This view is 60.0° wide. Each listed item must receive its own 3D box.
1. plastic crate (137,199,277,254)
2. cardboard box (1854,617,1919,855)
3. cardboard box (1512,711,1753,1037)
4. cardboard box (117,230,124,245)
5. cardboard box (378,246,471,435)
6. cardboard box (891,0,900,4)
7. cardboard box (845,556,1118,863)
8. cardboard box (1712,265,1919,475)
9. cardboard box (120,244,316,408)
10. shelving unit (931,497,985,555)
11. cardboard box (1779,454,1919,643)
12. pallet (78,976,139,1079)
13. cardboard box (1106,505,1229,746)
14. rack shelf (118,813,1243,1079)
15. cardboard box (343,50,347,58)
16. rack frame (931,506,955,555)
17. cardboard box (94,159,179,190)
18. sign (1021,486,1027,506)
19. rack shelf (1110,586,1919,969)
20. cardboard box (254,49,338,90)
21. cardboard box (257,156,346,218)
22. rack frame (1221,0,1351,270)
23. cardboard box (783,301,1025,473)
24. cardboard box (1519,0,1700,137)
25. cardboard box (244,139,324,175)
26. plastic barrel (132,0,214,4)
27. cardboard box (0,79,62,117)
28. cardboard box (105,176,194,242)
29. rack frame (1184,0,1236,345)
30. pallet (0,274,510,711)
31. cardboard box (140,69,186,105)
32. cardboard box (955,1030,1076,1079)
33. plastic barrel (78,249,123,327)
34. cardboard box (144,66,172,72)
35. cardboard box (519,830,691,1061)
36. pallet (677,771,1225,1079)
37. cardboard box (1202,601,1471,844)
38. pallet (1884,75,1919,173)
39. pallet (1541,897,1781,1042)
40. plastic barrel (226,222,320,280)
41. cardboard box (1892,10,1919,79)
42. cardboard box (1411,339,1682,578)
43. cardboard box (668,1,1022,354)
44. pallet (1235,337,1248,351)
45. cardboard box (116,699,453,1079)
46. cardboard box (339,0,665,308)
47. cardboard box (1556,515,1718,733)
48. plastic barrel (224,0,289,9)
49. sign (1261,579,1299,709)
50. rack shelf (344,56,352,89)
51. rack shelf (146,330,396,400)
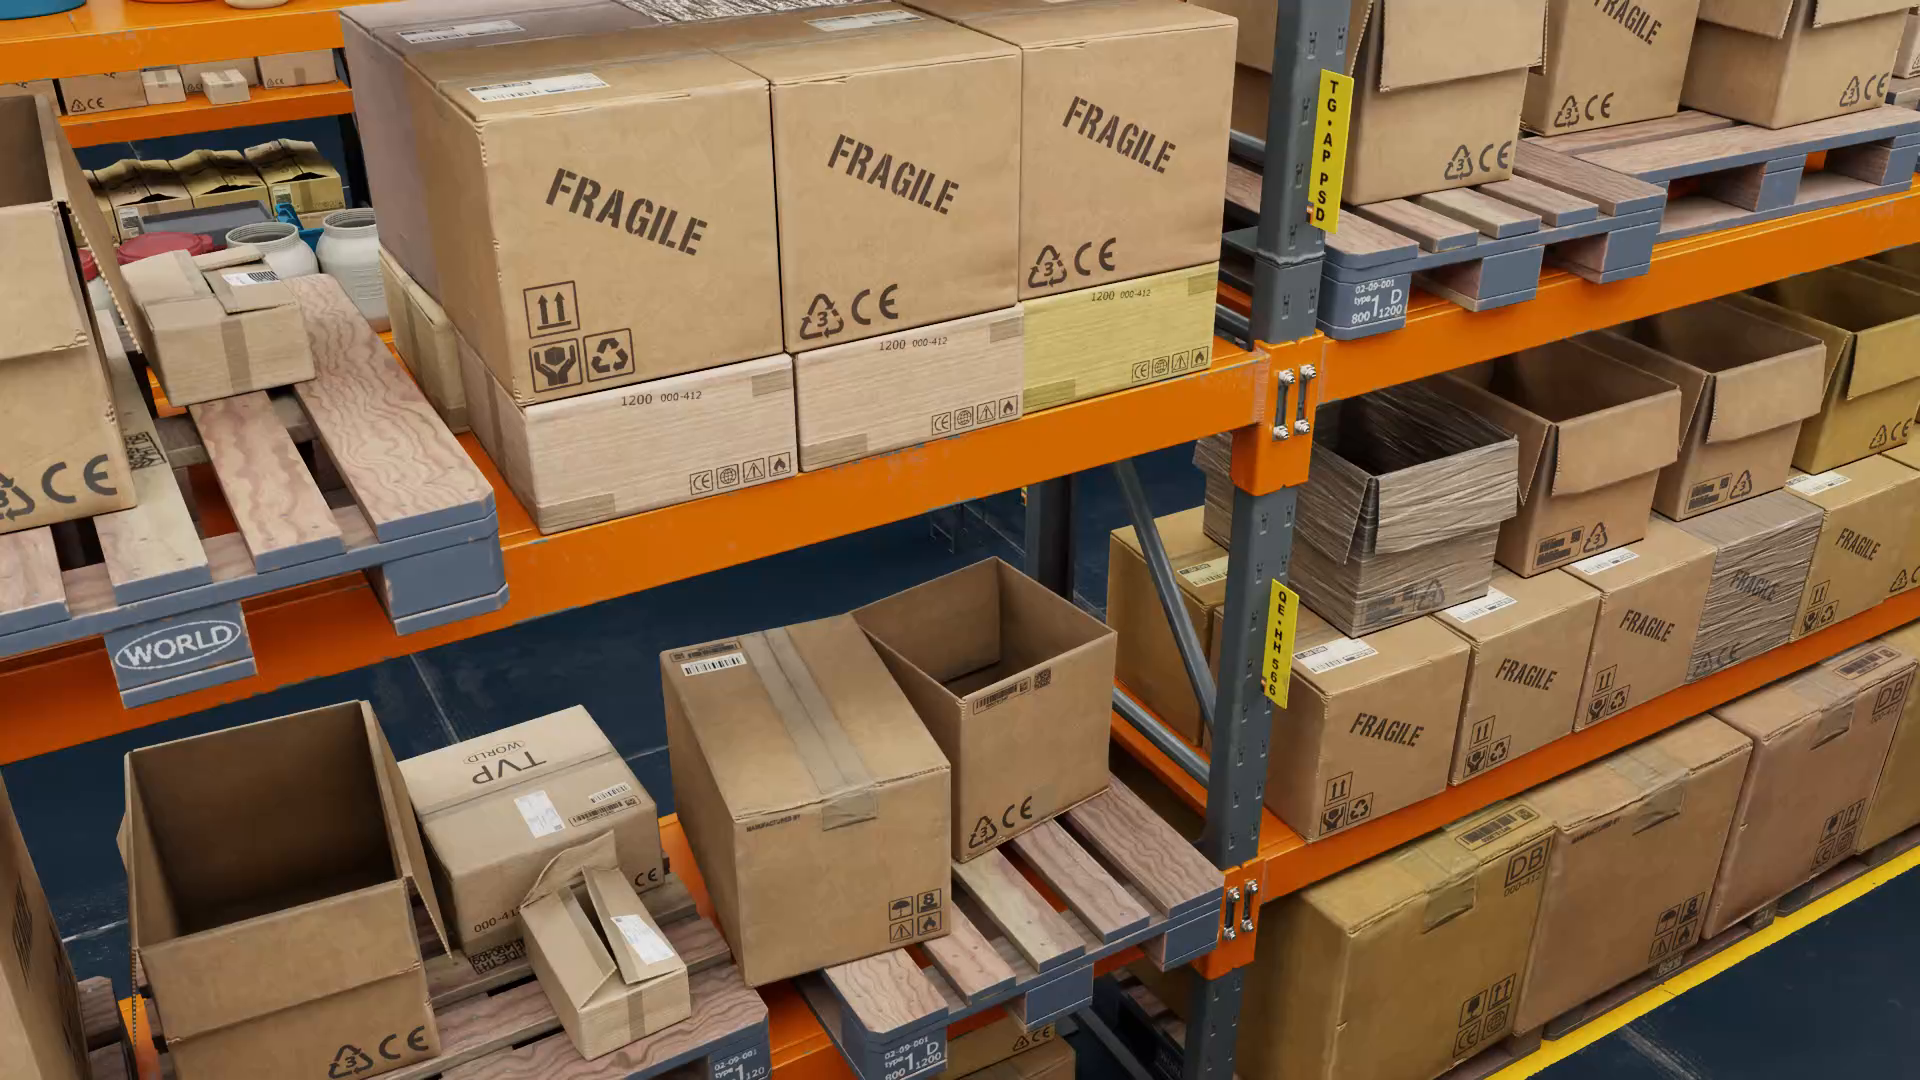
[{"bbox_3d":[-3.562,-1.320,7.970,0.583,0.464,0.402,-16,33,-26],"label":"plastic crate"},{"bbox_3d":[3.402,0.436,6.620,0.875,0.875,1.225,-16,33,-26],"label":"cardboard box"},{"bbox_3d":[1.873,0.875,5.825,0.875,0.875,1.225,-16,33,-26],"label":"cardboard box"},{"bbox_3d":[-5.728,-2.124,11.906,0.500,0.250,0.500,-15,32,-25],"label":"cardboard box"},{"bbox_3d":[-0.920,-0.480,3.565,0.500,0.250,0.500,-15,32,-25],"label":"cardboard box"},{"bbox_3d":[-0.040,-1.064,3.849,0.500,0.500,0.500,-16,32,-26],"label":"cardboard box"},{"bbox_3d":[0.050,0.425,4.337,0.500,0.500,0.500,-20,35,-32],"label":"cardboard box"},{"bbox_3d":[2.800,-0.635,5.655,0.637,0.503,0.797,-15,32,-26],"label":"cardboard box"},{"bbox_3d":[-1.387,-0.413,3.096,0.250,0.166,0.380,-17,33,-28],"label":"cardboard box"},{"bbox_3d":[-0.012,-0.522,8.454,0.189,1.200,0.258,-16,33,-26],"label":"shelving unit"},{"bbox_3d":[2.802,-0.042,5.618,0.500,0.500,0.500,-16,33,-27],"label":"cardboard box"},{"bbox_3d":[-2.221,1.440,3.234,1.213,0.211,1.003,-16,33,-26],"label":"pallet"},{"bbox_3d":[0.795,0.236,5.115,0.500,0.500,0.500,-15,32,-25],"label":"cardboard box"},{"bbox_3d":[-1.229,1.308,4.020,4.000,0.370,1.077,-16,33,-26],"label":"rack shelf"},{"bbox_3d":[-6.332,-5.055,16.595,0.750,0.750,0.750,-16,33,-27],"label":"cardboard box"},{"bbox_3d":[-0.091,-0.499,8.413,0.006,1.200,0.240,-16,33,-26],"label":"rack frame"},{"bbox_3d":[-6.010,-2.588,12.165,0.500,0.311,0.500,-17,33,-28],"label":"cardboard box"},{"bbox_3d":[0.211,-0.234,4.871,0.005,0.325,0.100,-16,33,-26],"label":"sign"},{"bbox_3d":[2.220,0.329,5.794,4.000,0.370,1.077,-16,33,-26],"label":"rack shelf"},{"bbox_3d":[-4.856,-3.514,12.105,0.500,0.311,0.500,-14,32,-23],"label":"cardboard box"},{"bbox_3d":[-4.847,-2.619,12.221,0.500,0.311,0.500,-15,32,-25],"label":"cardboard box"},{"bbox_3d":[0.495,-2.123,3.283,0.127,3.000,1.000,-16,33,-26],"label":"rack frame"},{"bbox_3d":[-0.211,-0.398,3.418,0.500,0.250,0.500,-16,33,-27],"label":"cardboard box"},{"bbox_3d":[1.684,-1.464,4.657,0.500,0.500,0.500,-14,32,-24],"label":"cardboard box"},{"bbox_3d":[-5.120,-2.844,12.629,0.500,0.311,0.500,-15,32,-25],"label":"cardboard box"},{"bbox_3d":[-3.396,-2.790,7.152,0.708,0.830,0.600,-16,33,-26],"label":"plastic barrel"},{"bbox_3d":[-6.412,-3.121,11.198,0.500,0.500,0.500,-16,33,-26],"label":"cardboard box"},{"bbox_3d":[-5.728,-2.366,11.764,0.500,0.311,0.500,-16,33,-27],"label":"cardboard box"},{"bbox_3d":[1.435,-2.539,10.246,0.127,3.000,1.000,-16,33,-26],"label":"rack frame"},{"bbox_3d":[-1.474,-0.110,2.935,1.003,0.211,1.213,-16,33,-26],"label":"pallet"},{"bbox_3d":[-5.591,-3.178,11.665,0.250,0.149,0.380,-13,32,-23],"label":"cardboard box"},{"bbox_3d":[-0.072,1.578,4.918,0.500,0.500,0.700,-18,33,-29],"label":"cardboard box"},{"bbox_3d":[-3.894,-0.962,7.249,0.433,0.535,0.433,0,29,0],"label":"plastic barrel"},{"bbox_3d":[-7.627,-4.587,16.089,0.500,0.500,0.700,-15,32,-26],"label":"cardboard box"},{"bbox_3d":[-0.805,0.899,3.720,0.258,0.266,0.396,-17,33,-28],"label":"cardboard box"},{"bbox_3d":[-0.065,0.807,4.383,1.003,0.211,1.213,-16,33,-26],"label":"pallet"},{"bbox_3d":[1.052,0.454,4.719,0.500,0.500,0.500,-15,32,-25],"label":"cardboard box"},{"bbox_3d":[3.179,-1.460,5.385,1.217,0.209,0.805,-17,33,-28],"label":"pallet"},{"bbox_3d":[2.264,1.266,6.237,1.213,0.211,1.003,-16,33,-26],"label":"pallet"},{"bbox_3d":[-3.156,-1.165,7.640,0.421,0.512,0.421,0,29,0],"label":"plastic barrel"},{"bbox_3d":[2.953,-1.702,5.284,0.500,0.311,0.500,-17,33,-28],"label":"cardboard box"},{"bbox_3d":[1.697,-0.310,5.065,0.637,0.503,0.797,-15,32,-25],"label":"cardboard box"},{"bbox_3d":[-0.226,-0.721,3.227,0.500,0.500,0.500,-16,33,-26],"label":"cardboard box"},{"bbox_3d":[2.049,-1.514,11.275,1.213,0.211,1.003,-16,33,-26],"label":"pallet"},{"bbox_3d":[-1.505,0.791,3.671,0.637,0.503,0.797,-12,31,-21],"label":"cardboard box"},{"bbox_3d":[-0.909,-0.816,3.398,0.500,0.500,0.500,-17,33,-28],"label":"cardboard box"},{"bbox_3d":[1.936,0.200,5.179,0.500,0.500,0.500,-16,33,-27],"label":"cardboard box"},{"bbox_3d":[-2.992,-2.404,7.040,0.301,0.262,0.301,0,29,0],"label":"plastic barrel"},{"bbox_3d":[0.778,0.255,4.067,0.005,0.325,0.100,-16,33,-26],"label":"sign"},{"bbox_3d":[-2.796,-3.799,13.273,4.000,0.370,1.077,-16,33,-26],"label":"rack shelf"},{"bbox_3d":[-3.738,-0.755,7.758,4.000,0.370,1.077,-16,33,-26],"label":"rack shelf"}]
